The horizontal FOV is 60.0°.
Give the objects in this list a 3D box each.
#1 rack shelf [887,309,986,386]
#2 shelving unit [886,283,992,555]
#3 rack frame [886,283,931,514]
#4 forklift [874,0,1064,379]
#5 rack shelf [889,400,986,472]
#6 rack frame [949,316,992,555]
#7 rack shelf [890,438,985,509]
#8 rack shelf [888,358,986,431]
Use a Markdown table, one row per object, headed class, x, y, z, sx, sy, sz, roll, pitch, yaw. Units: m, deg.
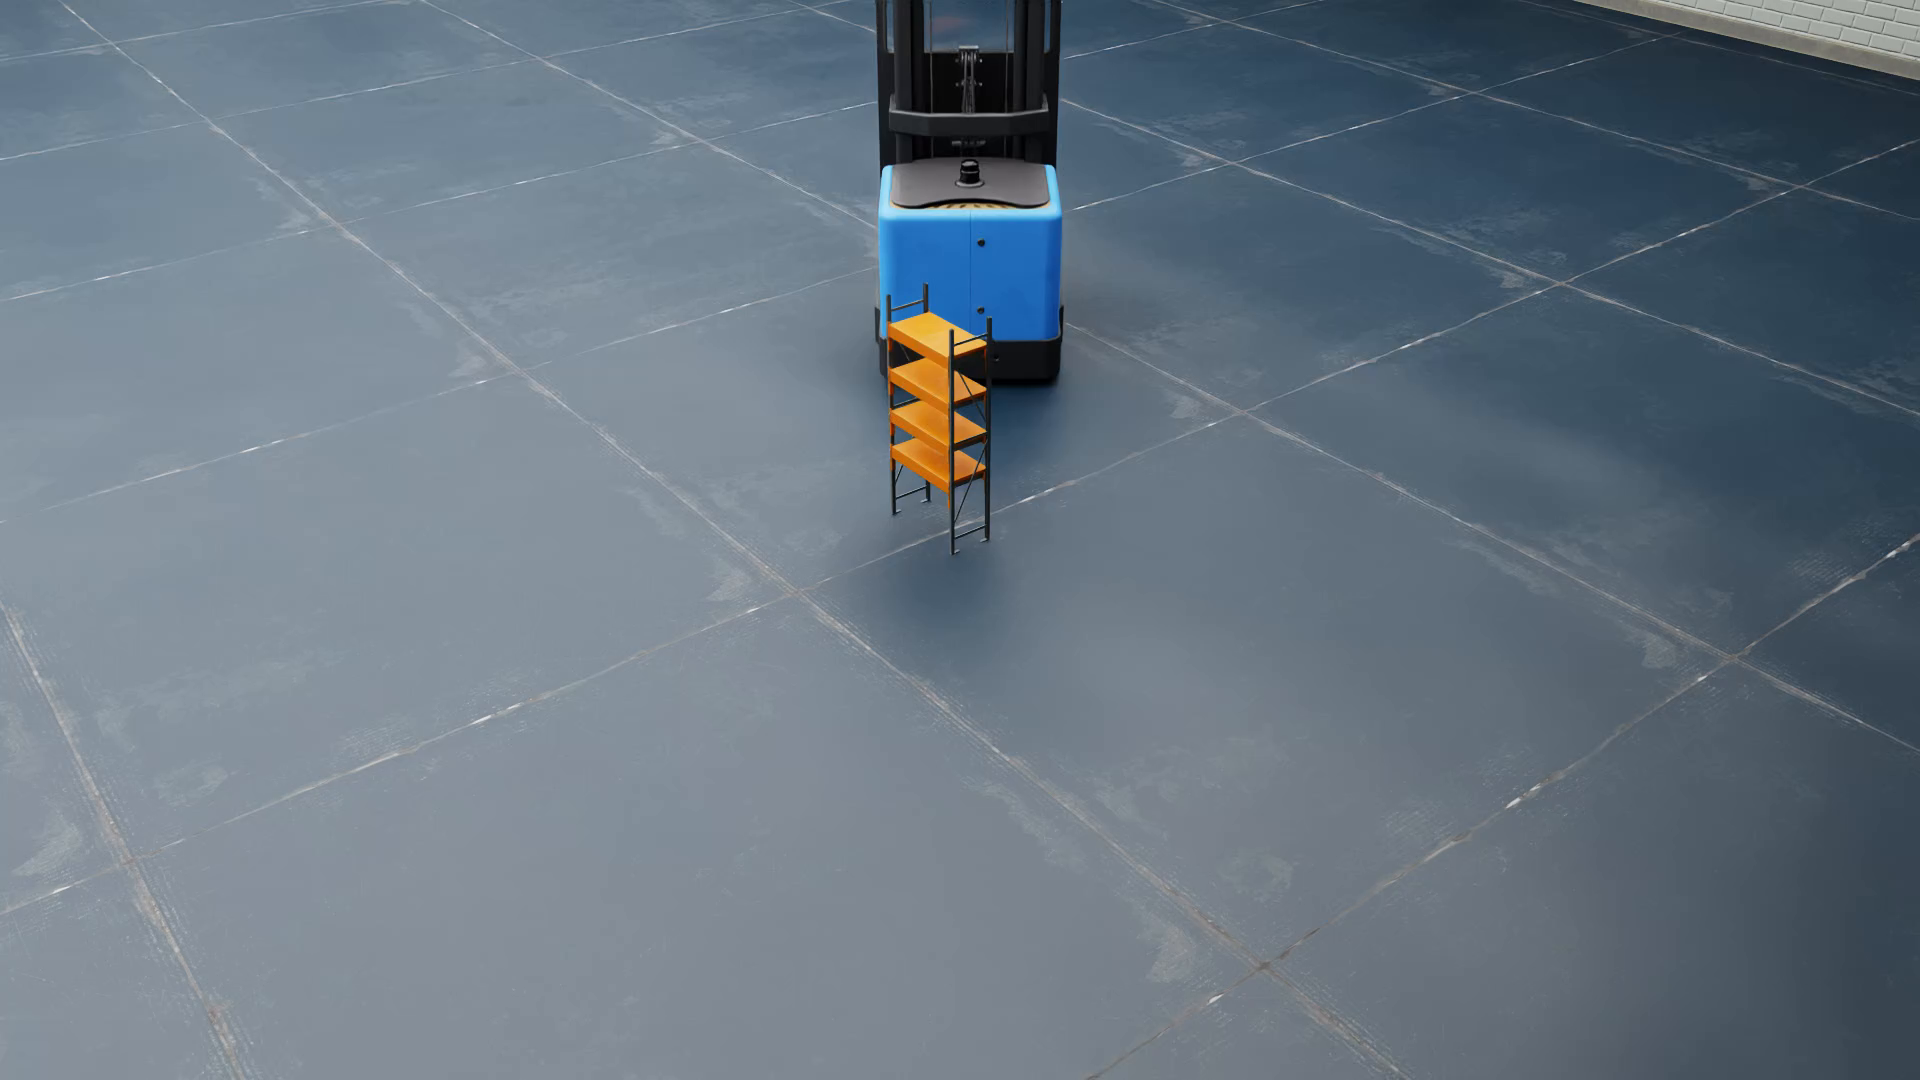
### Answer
| class | x | y | z | sx | sy | sz | roll | pitch | yaw |
| --- | --- | --- | --- | --- | --- | --- | --- | --- | --- |
| rack shelf | -0.101 | -0.912 | 7.837 | 0.258 | 0.148 | 0.480 | -22 | 38 | -31 |
| shelving unit | -0.102 | -0.579 | 8.045 | 0.258 | 1.200 | 0.503 | -22 | 38 | -31 |
| rack frame | -0.251 | -0.680 | 8.208 | 0.240 | 1.200 | 0.015 | -22 | 38 | -31 |
| forklift | 0.047 | -2.914 | 10.164 | 1.130 | 2.935 | 3.031 | 0 | 32 | 0 |
| rack shelf | -0.102 | -0.522 | 8.080 | 0.258 | 0.148 | 0.480 | -22 | 38 | -31 |
| rack frame | 0.048 | -0.477 | 7.881 | 0.240 | 1.200 | 0.015 | -22 | 38 | -31 |
| rack shelf | -0.102 | -0.353 | 8.185 | 0.258 | 0.148 | 0.480 | -22 | 38 | -31 |
| rack shelf | -0.101 | -0.712 | 7.962 | 0.258 | 0.148 | 0.480 | -22 | 38 | -31 |
